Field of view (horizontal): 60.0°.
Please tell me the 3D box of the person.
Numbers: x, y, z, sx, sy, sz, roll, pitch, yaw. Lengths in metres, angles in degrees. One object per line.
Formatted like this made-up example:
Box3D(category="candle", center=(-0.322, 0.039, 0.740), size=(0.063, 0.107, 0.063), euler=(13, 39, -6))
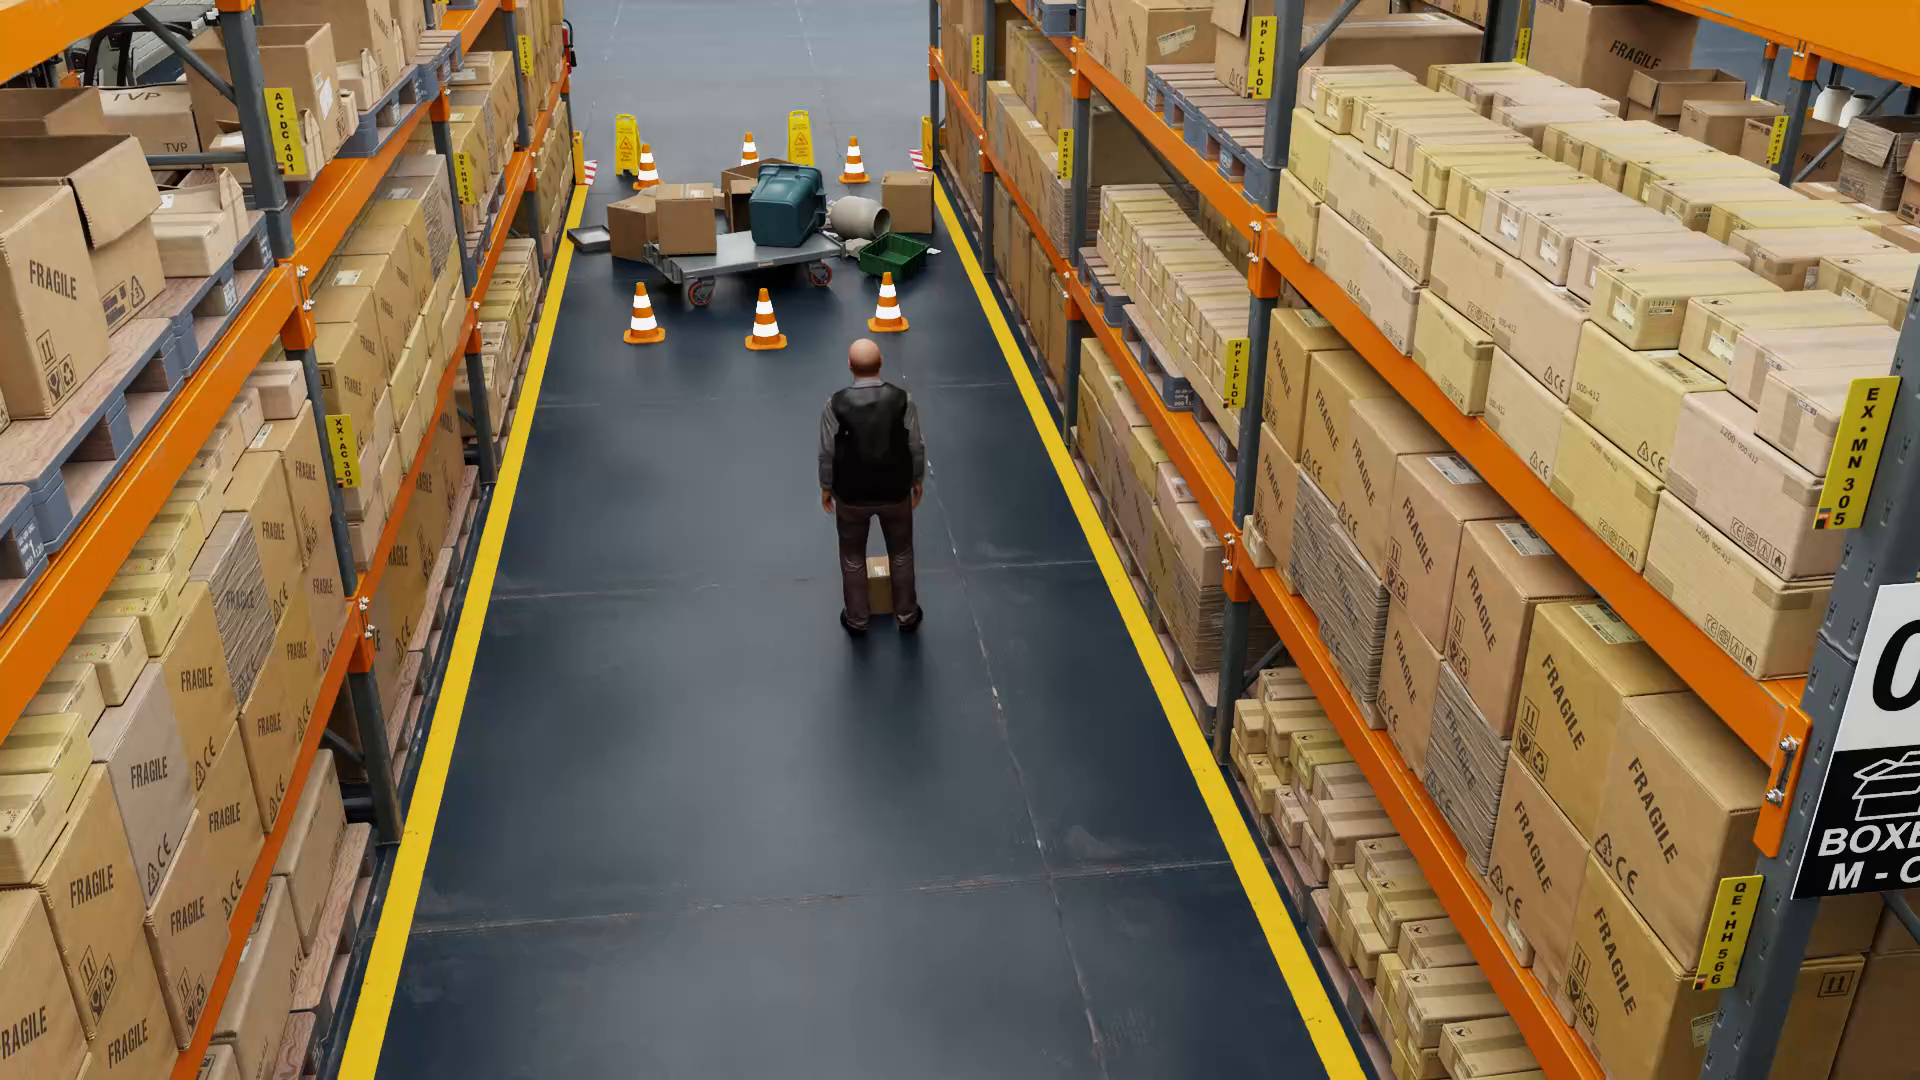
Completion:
Box3D(category="person", center=(-0.479, -0.260, 9.155), size=(0.583, 1.721, 0.412), euler=(-4, 27, -8))
